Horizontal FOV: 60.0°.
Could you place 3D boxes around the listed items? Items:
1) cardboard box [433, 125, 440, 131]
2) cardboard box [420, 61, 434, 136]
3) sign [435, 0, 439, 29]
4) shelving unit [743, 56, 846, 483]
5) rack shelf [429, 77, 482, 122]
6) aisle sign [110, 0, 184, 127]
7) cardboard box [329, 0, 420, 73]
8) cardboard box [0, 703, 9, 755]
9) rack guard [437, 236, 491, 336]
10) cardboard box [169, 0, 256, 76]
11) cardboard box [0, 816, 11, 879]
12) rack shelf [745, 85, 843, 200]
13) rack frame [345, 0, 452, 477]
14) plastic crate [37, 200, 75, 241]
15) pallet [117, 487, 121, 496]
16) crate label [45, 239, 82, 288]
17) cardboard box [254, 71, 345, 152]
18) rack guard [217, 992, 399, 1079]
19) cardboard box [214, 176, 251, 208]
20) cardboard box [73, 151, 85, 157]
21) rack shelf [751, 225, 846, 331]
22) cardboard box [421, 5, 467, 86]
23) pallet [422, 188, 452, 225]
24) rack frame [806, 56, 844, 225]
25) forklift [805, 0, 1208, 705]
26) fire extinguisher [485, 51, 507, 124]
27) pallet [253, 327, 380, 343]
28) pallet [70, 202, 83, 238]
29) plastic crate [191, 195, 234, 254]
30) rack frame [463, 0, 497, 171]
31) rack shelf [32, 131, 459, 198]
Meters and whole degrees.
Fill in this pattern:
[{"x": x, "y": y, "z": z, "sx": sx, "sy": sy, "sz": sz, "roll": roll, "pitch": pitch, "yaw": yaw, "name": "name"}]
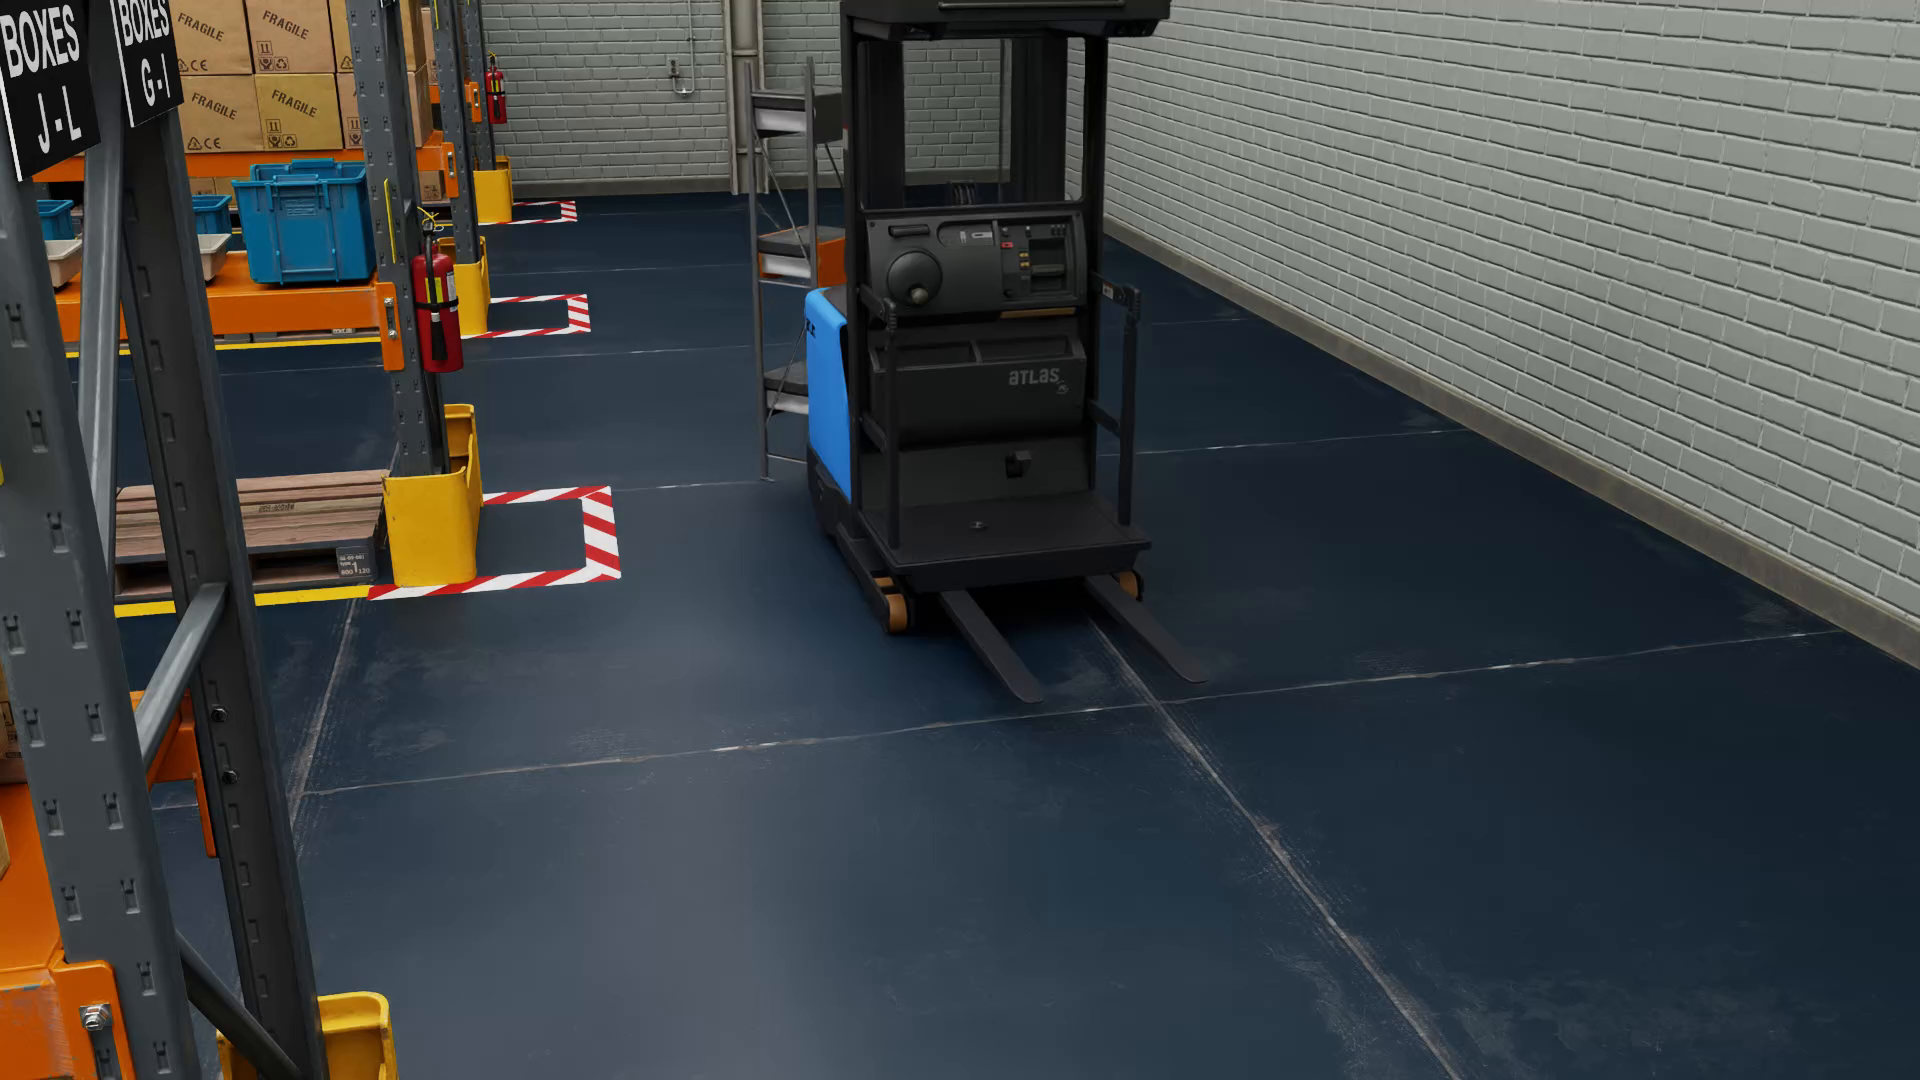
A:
[{"x": -5.314, "y": -4.030, "z": 16.537, "sx": 0.250, "sy": 0.149, "sz": 0.380, "roll": -5, "pitch": 21, "yaw": -12, "name": "cardboard box"}, {"x": -4.080, "y": -3.157, "z": 11.926, "sx": 0.500, "sy": 0.500, "sz": 0.500, "roll": -4, "pitch": 21, "yaw": -11, "name": "cardboard box"}, {"x": -3.479, "y": -3.561, "z": 11.033, "sx": 0.005, "sy": 0.325, "sz": 0.100, "roll": -5, "pitch": 21, "yaw": -12, "name": "sign"}, {"x": -0.732, "y": -1.336, "z": 8.407, "sx": 0.431, "sy": 2.100, "sz": 0.503, "roll": 12, "pitch": 23, "yaw": 30, "name": "shelving unit"}, {"x": -6.677, "y": -4.218, "z": 16.015, "sx": 4.000, "sy": 0.370, "sz": 1.077, "roll": -5, "pitch": 21, "yaw": -12, "name": "rack shelf"}, {"x": -1.311, "y": -1.067, "z": 2.587, "sx": 0.004, "sy": 0.787, "sz": 0.394, "roll": -5, "pitch": 21, "yaw": -12, "name": "aisle sign"}, {"x": -3.957, "y": -3.446, "z": 11.261, "sx": 0.500, "sy": 0.500, "sz": 0.500, "roll": -5, "pitch": 21, "yaw": -13, "name": "cardboard box"}, {"x": -1.722, "y": 0.318, "z": 2.372, "sx": 0.500, "sy": 0.250, "sz": 0.500, "roll": -5, "pitch": 21, "yaw": -13, "name": "cardboard box"}, {"x": -3.661, "y": -1.877, "z": 12.211, "sx": 0.348, "sy": 0.500, "sz": 1.175, "roll": -5, "pitch": 21, "yaw": -12, "name": "rack guard"}, {"x": -4.952, "y": -3.363, "z": 11.035, "sx": 0.500, "sy": 0.500, "sz": 0.500, "roll": -4, "pitch": 21, "yaw": -11, "name": "cardboard box"}, {"x": -1.582, "y": 0.516, "z": 2.410, "sx": 0.250, "sy": 0.149, "sz": 0.380, "roll": -4, "pitch": 21, "yaw": -11, "name": "cardboard box"}, {"x": -0.732, "y": -1.980, "z": 8.172, "sx": 0.431, "sy": 0.518, "sz": 0.480, "roll": 12, "pitch": 23, "yaw": 30, "name": "rack shelf"}, {"x": -2.451, "y": -1.398, "z": 7.271, "sx": 0.127, "sy": 3.000, "sz": 1.000, "roll": -5, "pitch": 21, "yaw": -12, "name": "rack frame"}, {"x": -4.049, "y": -1.334, "z": 7.252, "sx": 0.300, "sy": 0.233, "sz": 0.416, "roll": -5, "pitch": 21, "yaw": -12, "name": "plastic crate"}, {"x": -4.448, "y": 0.059, "z": 7.347, "sx": 1.213, "sy": 0.211, "sz": 1.003, "roll": -5, "pitch": 21, "yaw": -12, "name": "pallet"}, {"x": -3.754, "y": -1.129, "z": 6.832, "sx": 0.243, "sy": 0.136, "sz": 0.396, "roll": -5, "pitch": 21, "yaw": -12, "name": "crate label"}, {"x": -4.465, "y": -2.935, "z": 11.320, "sx": 0.500, "sy": 0.500, "sz": 0.500, "roll": -4, "pitch": 21, "yaw": -12, "name": "cardboard box"}, {"x": -1.288, "y": 1.432, "z": 3.180, "sx": 0.348, "sy": 0.500, "sz": 1.175, "roll": -5, "pitch": 21, "yaw": -12, "name": "rack guard"}, {"x": -6.883, "y": -3.525, "z": 16.099, "sx": 0.500, "sy": 0.500, "sz": 0.700, "roll": -4, "pitch": 21, "yaw": -11, "name": "cardboard box"}, {"x": -5.937, "y": -2.816, "z": 10.997, "sx": 0.500, "sy": 0.500, "sz": 0.500, "roll": -5, "pitch": 21, "yaw": -13, "name": "cardboard box"}, {"x": -0.732, "y": -1.323, "z": 8.412, "sx": 0.431, "sy": 0.518, "sz": 0.480, "roll": 12, "pitch": 23, "yaw": 30, "name": "rack shelf"}, {"x": -5.225, "y": -4.812, "z": 16.153, "sx": 0.700, "sy": 0.700, "sz": 0.980, "roll": -4, "pitch": 20, "yaw": -10, "name": "cardboard box"}, {"x": -5.491, "y": -3.316, "z": 16.559, "sx": 1.213, "sy": 0.211, "sz": 1.003, "roll": -5, "pitch": 21, "yaw": -12, "name": "pallet"}, {"x": -0.600, "y": -1.406, "z": 8.601, "sx": 0.400, "sy": 2.100, "sz": 0.015, "roll": 12, "pitch": 23, "yaw": 30, "name": "rack frame"}, {"x": 0.135, "y": -1.144, "z": 6.677, "sx": 1.130, "sy": 2.935, "sz": 3.031, "roll": -6, "pitch": 21, "yaw": -15, "name": "forklift"}, {"x": -4.478, "y": -4.360, "z": 16.012, "sx": 0.183, "sy": 0.674, "sz": 0.296, "roll": -5, "pitch": 21, "yaw": -12, "name": "fire extinguisher"}, {"x": -4.437, "y": -1.678, "z": 12.088, "sx": 1.213, "sy": 0.211, "sz": 1.003, "roll": -5, "pitch": 21, "yaw": -12, "name": "pallet"}, {"x": -7.866, "y": -3.122, "z": 16.032, "sx": 1.213, "sy": 0.211, "sz": 1.003, "roll": -5, "pitch": 21, "yaw": -12, "name": "pallet"}, {"x": -3.408, "y": -1.386, "z": 7.394, "sx": 0.300, "sy": 0.233, "sz": 0.416, "roll": -5, "pitch": 21, "yaw": -12, "name": "plastic crate"}, {"x": -4.731, "y": -4.714, "z": 16.324, "sx": 0.127, "sy": 3.000, "sz": 1.000, "roll": -5, "pitch": 21, "yaw": -12, "name": "rack frame"}, {"x": -5.534, "y": -2.560, "z": 11.489, "sx": 4.000, "sy": 0.370, "sz": 1.077, "roll": -5, "pitch": 21, "yaw": -12, "name": "rack shelf"}]
